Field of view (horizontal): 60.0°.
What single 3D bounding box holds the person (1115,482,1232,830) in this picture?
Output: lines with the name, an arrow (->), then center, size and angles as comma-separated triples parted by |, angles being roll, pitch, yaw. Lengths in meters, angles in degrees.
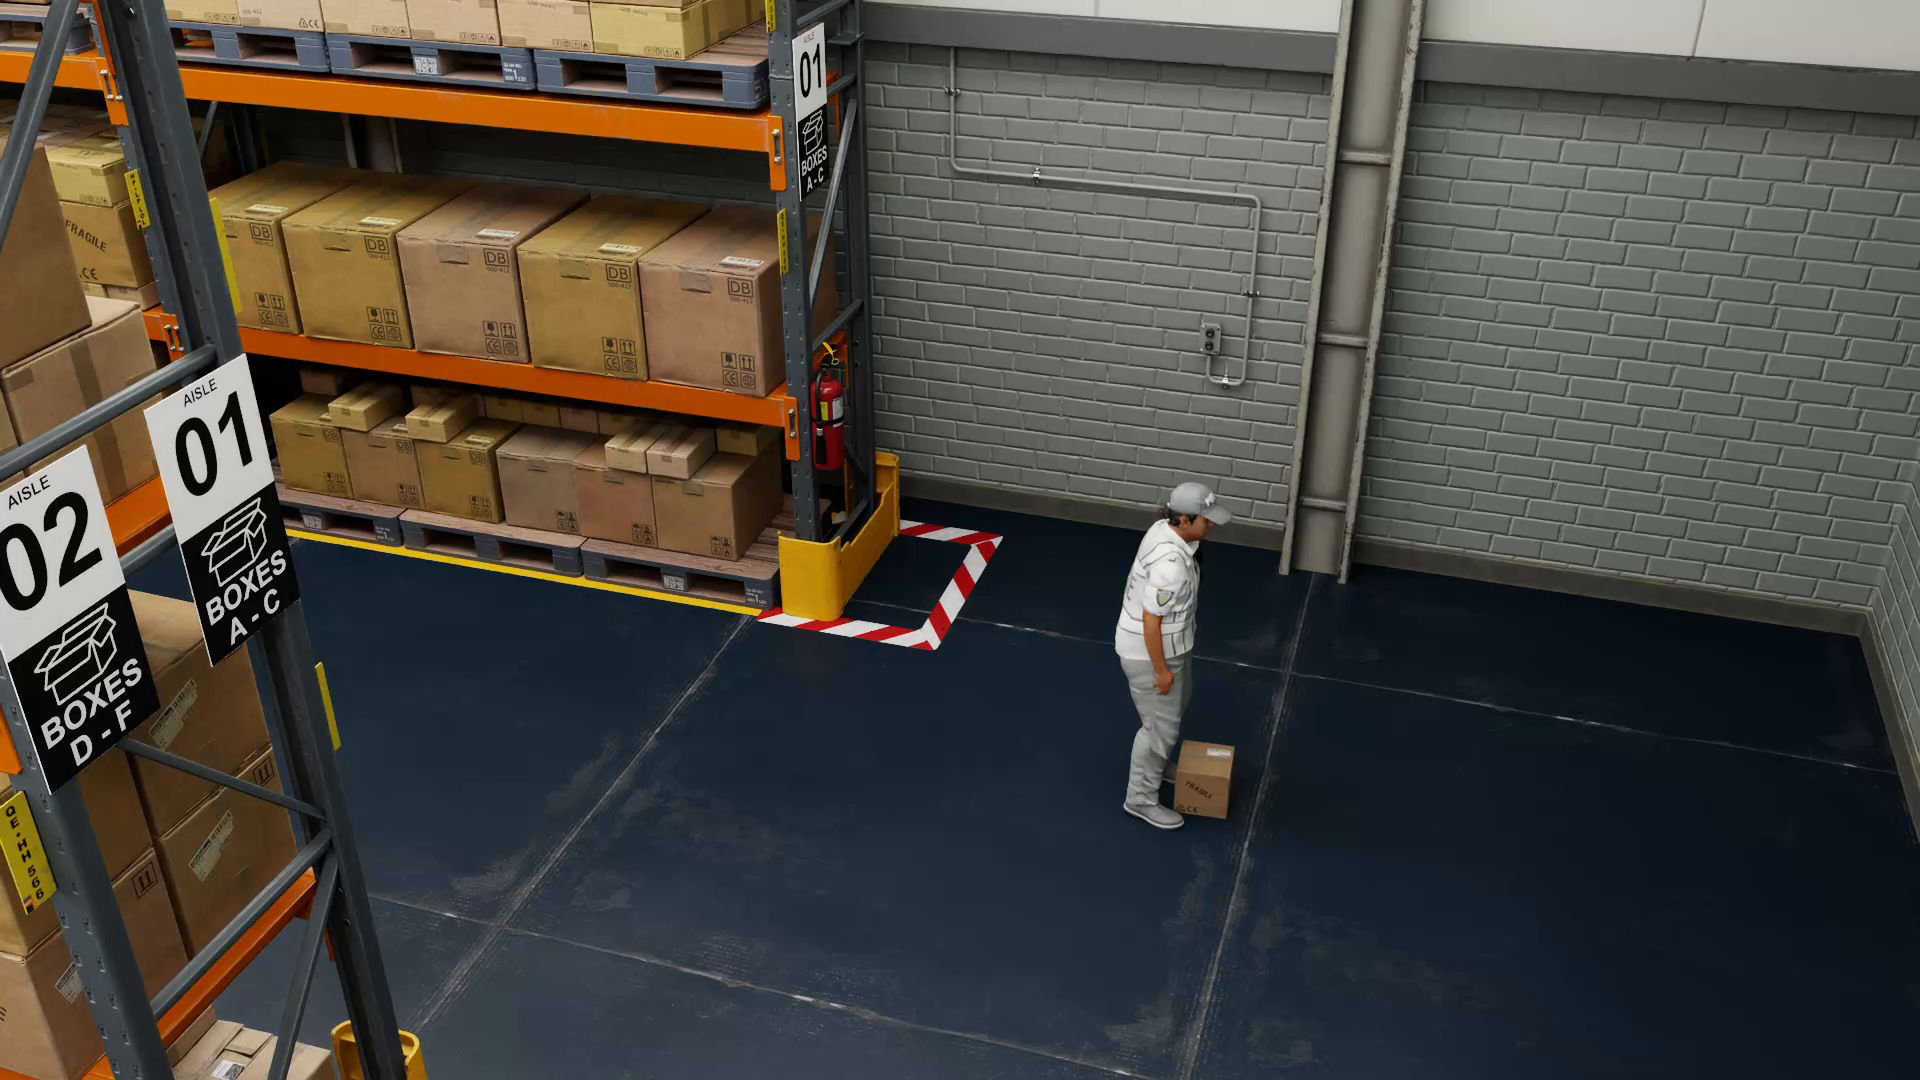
person -> 0.951, 0.494, 7.618 | 0.468, 1.665, 0.553 | 7, 30, 12
